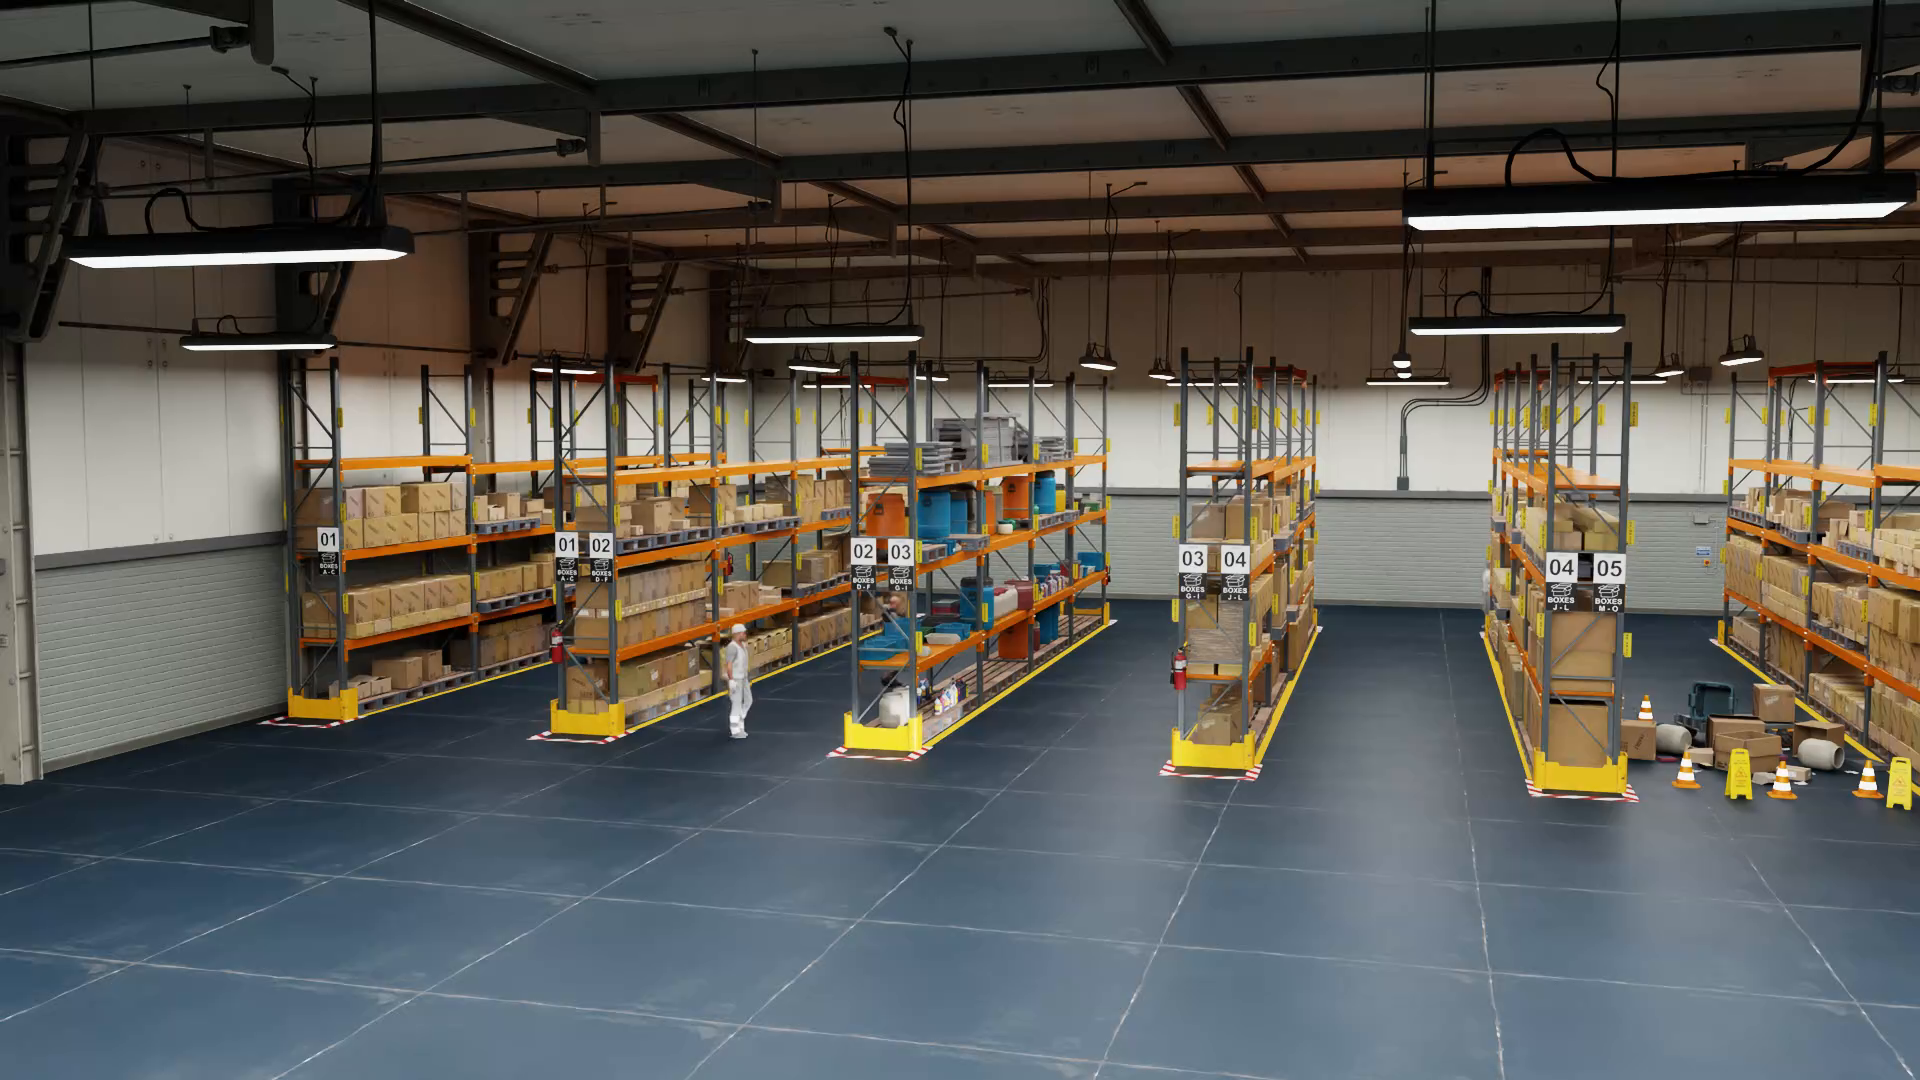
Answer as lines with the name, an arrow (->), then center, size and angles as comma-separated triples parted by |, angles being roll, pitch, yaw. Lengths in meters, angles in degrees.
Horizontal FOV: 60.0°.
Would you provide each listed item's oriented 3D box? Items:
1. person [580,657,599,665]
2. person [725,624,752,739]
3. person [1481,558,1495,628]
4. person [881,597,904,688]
person -> -6.535, 2.028, 29.646 | 0.646, 1.574, 0.574 | 4, 6, 42
person -> -3.481, 2.226, 26.096 | 0.398, 1.842, 0.639 | 1, 4, 16
person -> 12.588, 1.251, 39.448 | 0.462, 1.681, 0.460 | -2, 5, -26
person -> -1.228, 1.892, 30.567 | 0.590, 1.711, 0.609 | -2, 5, -23
